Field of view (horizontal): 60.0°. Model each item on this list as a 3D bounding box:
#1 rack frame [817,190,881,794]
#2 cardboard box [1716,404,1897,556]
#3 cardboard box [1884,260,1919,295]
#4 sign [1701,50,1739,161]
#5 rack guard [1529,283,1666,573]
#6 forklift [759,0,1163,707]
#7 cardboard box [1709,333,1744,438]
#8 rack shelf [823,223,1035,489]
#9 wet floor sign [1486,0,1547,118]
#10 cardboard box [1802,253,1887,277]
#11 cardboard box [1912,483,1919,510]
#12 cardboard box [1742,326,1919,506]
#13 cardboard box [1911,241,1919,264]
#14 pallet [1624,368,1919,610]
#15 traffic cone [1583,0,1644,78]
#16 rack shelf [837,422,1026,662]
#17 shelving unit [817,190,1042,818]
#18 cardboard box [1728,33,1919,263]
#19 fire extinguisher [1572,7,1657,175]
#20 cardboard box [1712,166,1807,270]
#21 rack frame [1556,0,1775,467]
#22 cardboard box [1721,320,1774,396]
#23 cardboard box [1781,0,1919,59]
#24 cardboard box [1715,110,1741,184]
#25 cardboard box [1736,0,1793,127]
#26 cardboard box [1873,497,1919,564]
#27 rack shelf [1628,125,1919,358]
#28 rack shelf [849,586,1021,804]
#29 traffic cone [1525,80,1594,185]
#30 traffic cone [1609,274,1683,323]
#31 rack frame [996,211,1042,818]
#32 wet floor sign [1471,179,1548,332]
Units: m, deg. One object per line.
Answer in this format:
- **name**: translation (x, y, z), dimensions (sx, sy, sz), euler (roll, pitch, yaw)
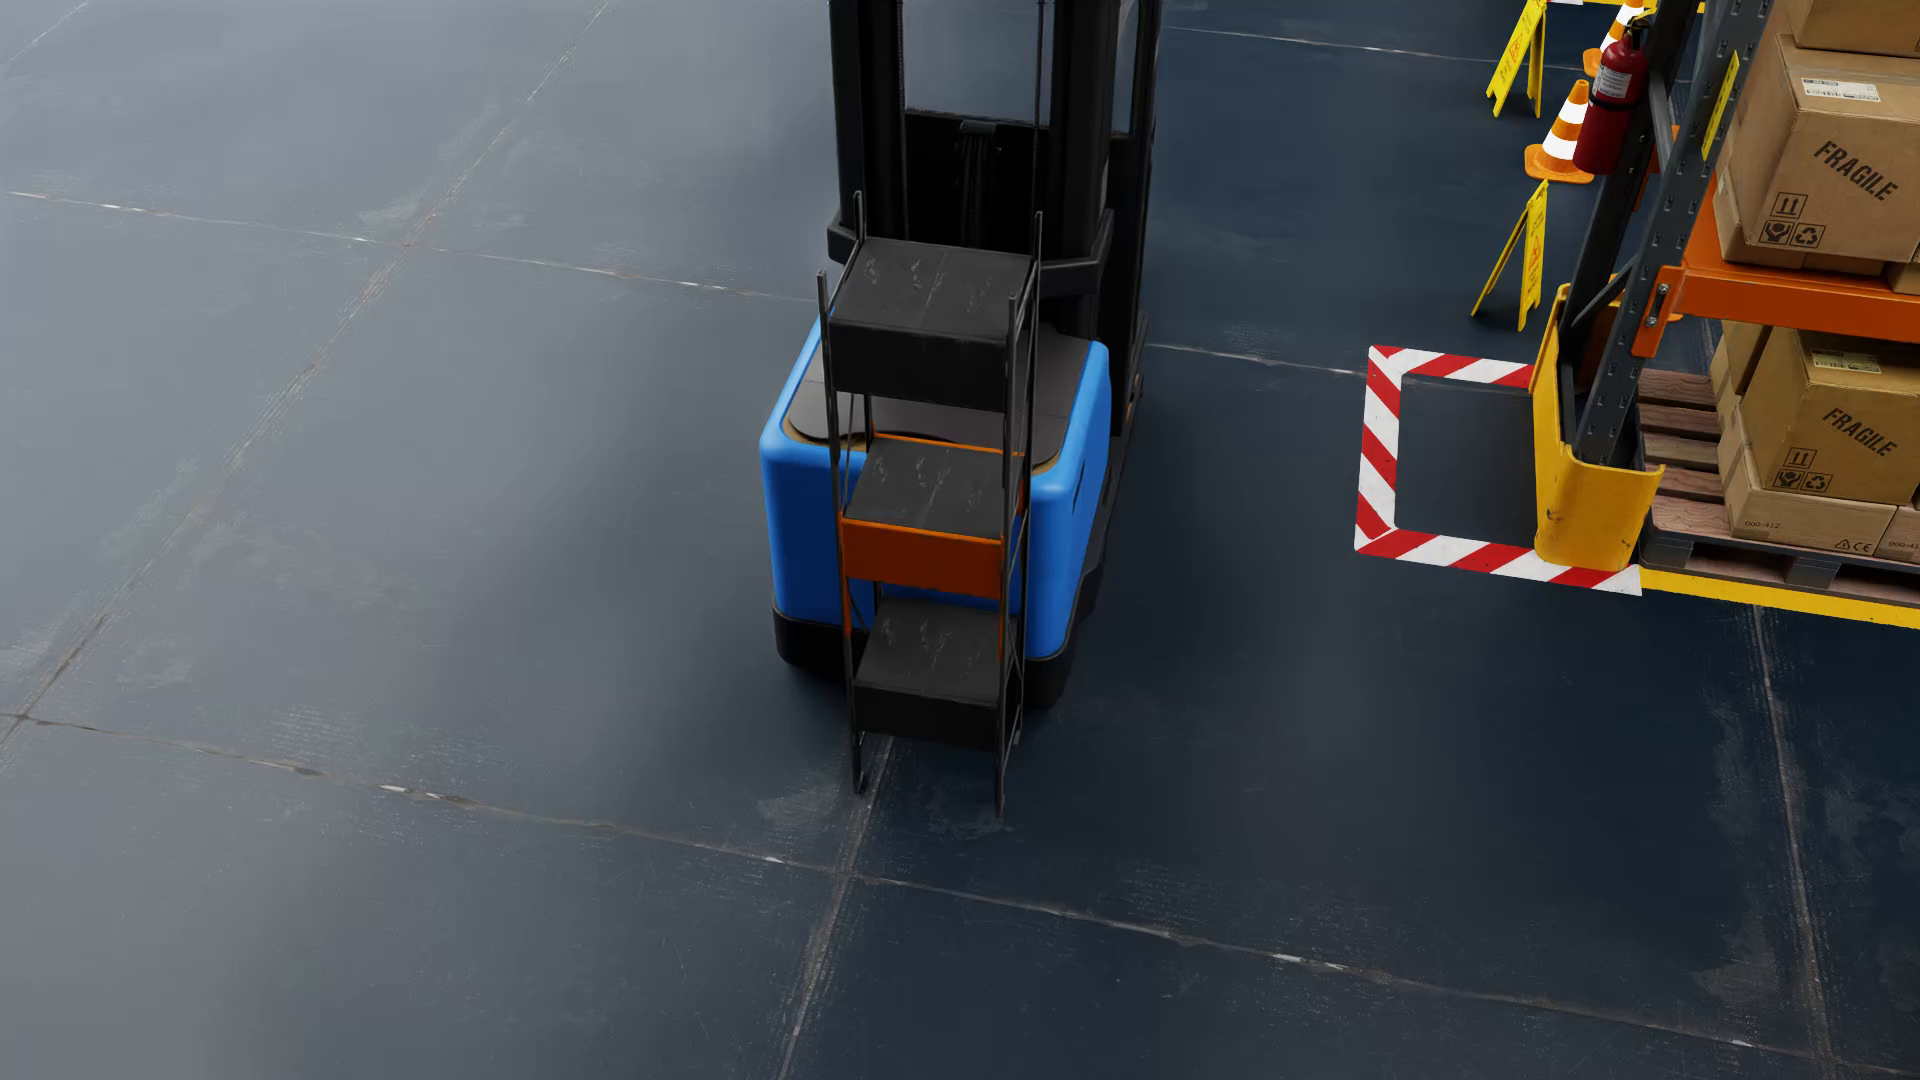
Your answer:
- **rack frame**: translation (-0.309, -0.038, 5.016), dimensions (0.015, 2.100, 0.400), euler (8, 45, 8)
- **cardboard box**: translation (3.166, -0.232, 6.248), dimensions (0.500, 0.250, 0.500), euler (8, 45, 9)
- **cardboard box**: translation (3.216, -0.975, 5.521), dimensions (0.250, 0.149, 0.380), euler (8, 44, 8)
- **sign**: translation (2.321, -1.325, 5.080), dimensions (0.005, 0.325, 0.100), euler (9, 45, 9)
- **rack guard**: translation (2.513, -0.468, 6.617), dimensions (0.348, 0.500, 1.175), euler (9, 45, 9)
- **forklift**: translation (0.163, -1.514, 5.950), dimensions (1.130, 2.935, 3.031), euler (9, 45, 9)
- **cardboard box**: translation (3.310, -0.597, 6.628), dimensions (0.500, 0.250, 0.500), euler (9, 45, 9)
- **rack shelf**: translation (-0.071, -0.498, 4.505), dimensions (0.480, 0.518, 0.431), euler (8, 45, 8)
- **wet floor sign**: translation (2.961, -2.562, 8.687), dimensions (0.232, 0.644, 0.267), euler (2, 44, 2)
- **cardboard box**: translation (2.975, -1.070, 5.620), dimensions (0.250, 0.149, 0.380), euler (9, 45, 10)
- **cardboard box**: translation (3.700, -0.422, 5.906), dimensions (0.500, 0.500, 0.500), euler (7, 44, 8)
- **cardboard box**: translation (3.189, -0.499, 5.985), dimensions (0.500, 0.500, 0.500), euler (7, 44, 8)
- **cardboard box**: translation (3.347, -1.188, 5.275), dimensions (0.500, 0.500, 0.500), euler (10, 45, 10)
- **pallet**: translation (3.298, -0.217, 6.564), dimensions (1.213, 0.211, 1.003), euler (9, 45, 9)
- **traffic cone**: translation (3.629, -2.790, 9.056), dimensions (0.334, 0.463, 0.336), euler (9, 45, 9)
- **rack shelf**: translation (-0.071, 0.006, 4.990), dimensions (0.480, 0.518, 0.431), euler (8, 45, 8)
- **shelving unit**: translation (-0.071, -0.004, 4.981), dimensions (0.503, 2.100, 0.431), euler (8, 45, 8)
- **cardboard box**: translation (2.841, -1.264, 5.355), dimensions (0.500, 0.500, 0.500), euler (8, 45, 8)
- **fire extinguisher**: translation (2.428, -1.682, 6.131), dimensions (0.183, 0.674, 0.296), euler (9, 45, 9)
- **cardboard box**: translation (2.725, -1.098, 5.650), dimensions (0.250, 0.149, 0.380), euler (9, 45, 9)
- **rack frame**: translation (2.439, -1.380, 5.762), dimensions (0.127, 3.000, 1.000), euler (9, 45, 9)
- **cardboard box**: translation (3.278, -0.866, 6.367), dimensions (0.500, 0.500, 0.500), euler (9, 45, 9)
- **cardboard box**: translation (2.985, -1.954, 5.350), dimensions (0.500, 0.500, 0.700), euler (8, 44, 8)
- **cardboard box**: translation (2.851, -1.378, 5.941), dimensions (0.250, 0.149, 0.380), euler (10, 45, 10)
- **cardboard box**: translation (3.029, -1.628, 5.732), dimensions (0.500, 0.500, 0.500), euler (8, 44, 8)
- **cardboard box**: translation (3.662, -0.149, 6.163), dimensions (0.500, 0.250, 0.500), euler (10, 45, 11)
- **rack shelf**: translation (4.391, -0.818, 5.697), dimensions (4.000, 0.370, 1.077), euler (9, 45, 9)
- **rack shelf**: translation (-0.071, 0.510, 5.475), dimensions (0.480, 0.518, 0.431), euler (8, 45, 8)
- **traffic cone**: translation (3.051, -2.077, 8.315), dimensions (0.334, 0.463, 0.336), euler (9, 45, 9)
- **traffic cone**: translation (3.140, -1.274, 7.481), dimensions (0.334, 0.463, 0.336), euler (9, 45, 9)
- **rack frame**: translation (0.168, 0.031, 4.945), dimensions (0.015, 2.100, 0.400), euler (8, 45, 8)
- **wet floor sign**: translation (2.487, -1.285, 7.361), dimensions (0.232, 0.644, 0.267), euler (24, 49, 23)
